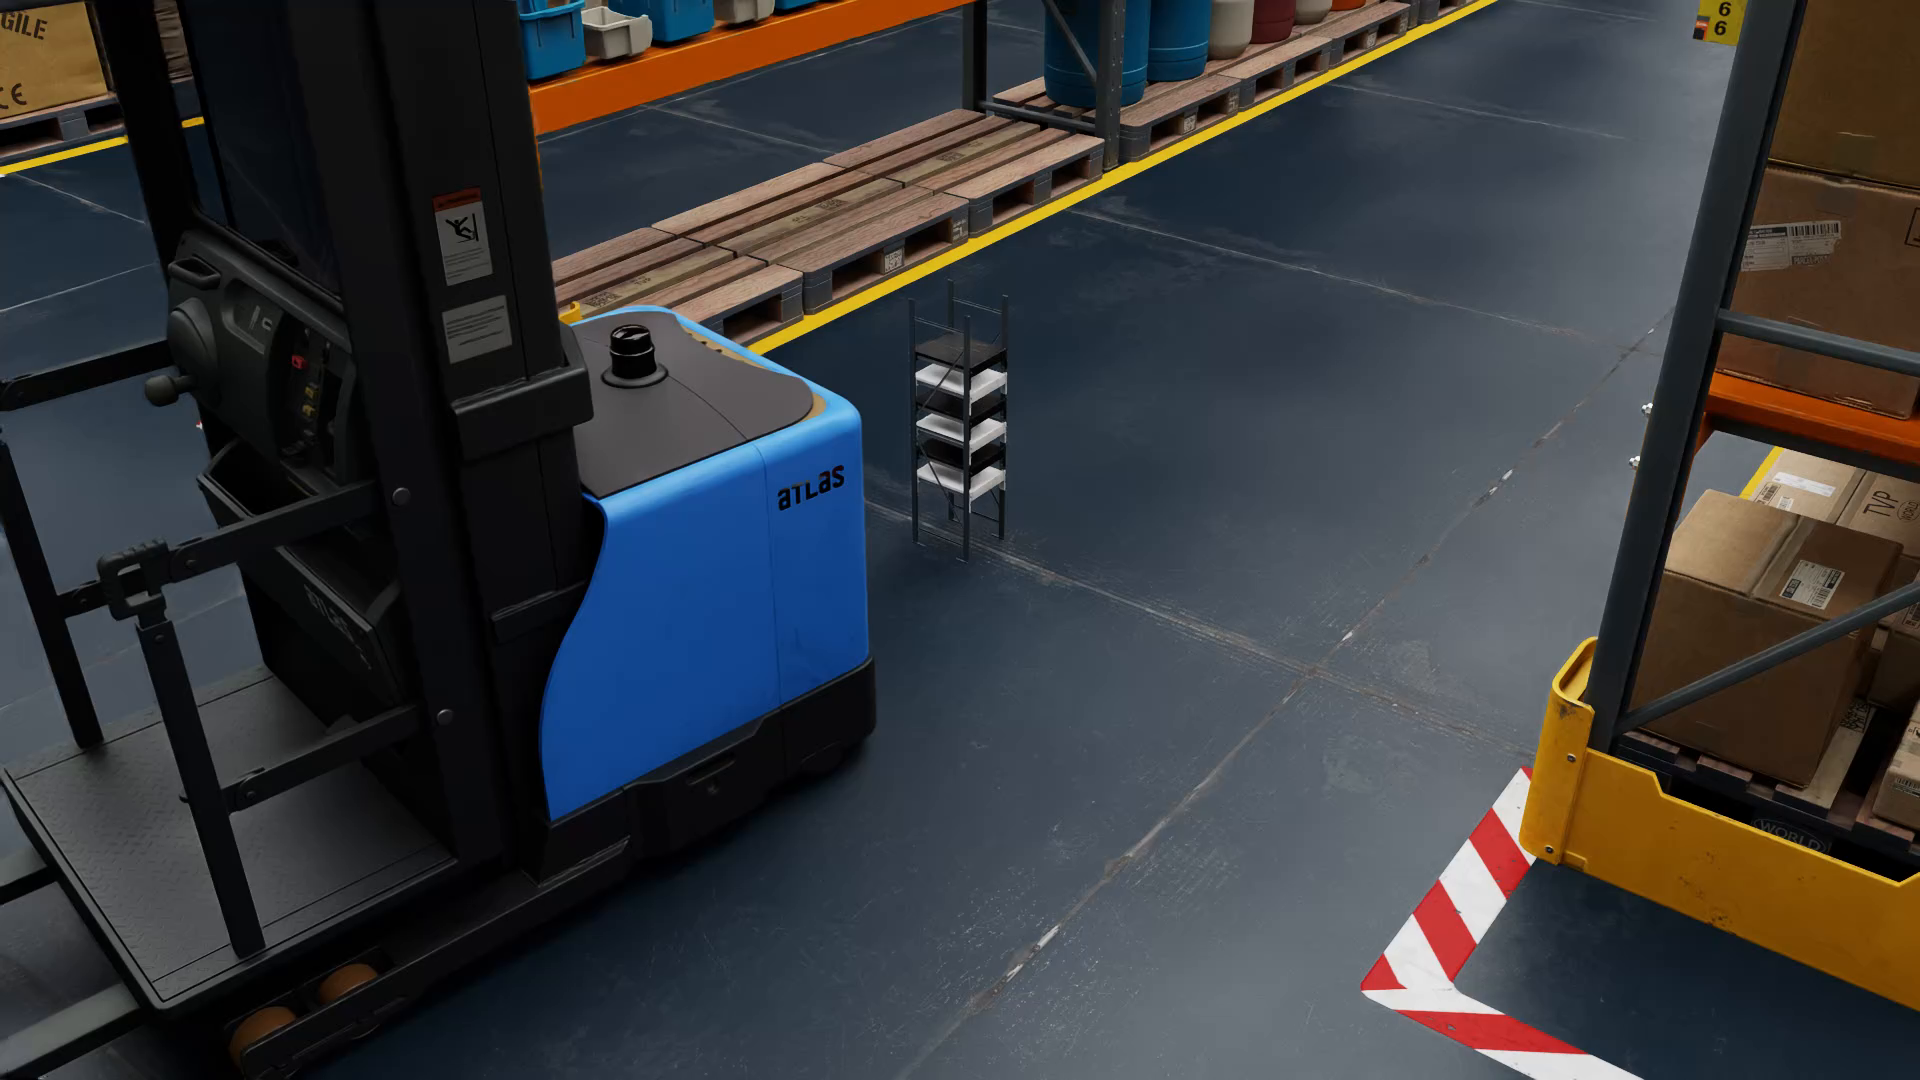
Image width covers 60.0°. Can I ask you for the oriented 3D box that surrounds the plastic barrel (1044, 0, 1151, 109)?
[{"bbox_3d":[0.787,-2.987,9.495,0.600,0.901,0.708,21,37,31],"label":"plastic barrel"}]

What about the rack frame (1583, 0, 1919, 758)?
[{"bbox_3d":[1.977,-0.342,3.384,1.000,3.000,0.127,21,37,31],"label":"rack frame"}]

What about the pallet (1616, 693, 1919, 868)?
[{"bbox_3d":[2.503,0.503,4.695,1.003,0.211,1.213,21,37,31],"label":"pallet"}]

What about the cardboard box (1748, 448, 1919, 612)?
[{"bbox_3d":[2.706,-0.022,5.110,0.500,0.250,0.500,21,37,31],"label":"cardboard box"}]

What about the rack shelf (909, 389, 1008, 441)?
[{"bbox_3d":[-0.005,-0.433,5.486,0.258,0.077,0.200,21,37,31],"label":"rack shelf"}]

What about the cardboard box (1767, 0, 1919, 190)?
[{"bbox_3d":[2.026,-1.080,3.552,0.500,0.500,0.500,21,36,31],"label":"cardboard box"}]

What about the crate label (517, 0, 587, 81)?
[{"bbox_3d":[-1.558,-1.821,5.985,0.416,0.233,0.303,21,37,31],"label":"crate label"}]

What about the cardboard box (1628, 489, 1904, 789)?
[{"bbox_3d":[2.109,0.248,4.410,0.500,0.500,0.500,21,37,31],"label":"cardboard box"}]

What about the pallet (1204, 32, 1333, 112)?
[{"bbox_3d":[1.680,-3.093,10.762,1.003,0.211,1.213,21,37,31],"label":"pallet"}]

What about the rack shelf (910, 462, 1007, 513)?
[{"bbox_3d":[-0.005,-0.200,5.624,0.258,0.077,0.200,21,37,31],"label":"rack shelf"}]

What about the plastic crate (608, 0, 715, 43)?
[{"bbox_3d":[-1.161,-2.088,6.437,0.416,0.233,0.300,21,37,31],"label":"plastic crate"}]

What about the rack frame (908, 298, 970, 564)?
[{"bbox_3d":[-0.066,-0.343,5.445,0.240,0.900,0.006,21,37,31],"label":"rack frame"}]

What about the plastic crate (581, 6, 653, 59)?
[{"bbox_3d":[-1.299,-1.884,6.187,0.250,0.136,0.298,21,37,31],"label":"plastic crate"}]

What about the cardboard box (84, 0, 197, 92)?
[{"bbox_3d":[-5.047,-3.313,10.071,0.875,0.875,0.875,21,37,31],"label":"cardboard box"}]

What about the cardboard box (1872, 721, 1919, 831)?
[{"bbox_3d":[2.504,0.631,4.108,0.380,0.149,0.250,21,37,31],"label":"cardboard box"}]

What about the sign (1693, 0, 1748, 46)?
[{"bbox_3d":[1.546,-1.155,3.311,0.100,0.325,0.005,21,37,31],"label":"sign"}]

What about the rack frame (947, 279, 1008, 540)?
[{"bbox_3d":[0.056,-0.425,5.585,0.240,0.900,0.006,21,37,31],"label":"rack frame"}]

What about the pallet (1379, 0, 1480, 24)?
[{"bbox_3d":[3.358,-4.223,12.668,1.003,0.211,1.213,21,37,31],"label":"pallet"}]

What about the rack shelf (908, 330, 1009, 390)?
[{"bbox_3d":[-0.005,-0.587,5.394,0.258,0.077,0.200,21,37,31],"label":"rack shelf"}]

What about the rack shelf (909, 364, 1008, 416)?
[{"bbox_3d":[-0.005,-0.510,5.440,0.258,0.077,0.200,21,37,31],"label":"rack shelf"}]

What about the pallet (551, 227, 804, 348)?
[{"bbox_3d":[-1.441,-0.991,7.216,1.003,0.211,1.213,21,37,31],"label":"pallet"}]

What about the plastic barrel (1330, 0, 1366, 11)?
[{"bbox_3d":[2.577,-4.162,11.548,0.600,0.830,0.708,21,37,31],"label":"plastic barrel"}]

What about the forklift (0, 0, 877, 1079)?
[{"bbox_3d":[-1.662,-0.351,3.467,3.031,2.935,1.130,-25,39,-36],"label":"forklift"}]

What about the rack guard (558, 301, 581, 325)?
[{"bbox_3d":[-1.974,-0.779,6.573,1.175,0.500,0.348,21,37,31],"label":"rack guard"}]

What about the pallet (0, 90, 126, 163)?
[{"bbox_3d":[-5.498,-2.541,9.831,1.003,0.211,1.213,21,37,31],"label":"pallet"}]

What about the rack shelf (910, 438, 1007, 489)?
[{"bbox_3d":[-0.005,-0.278,5.578,0.258,0.077,0.200,21,37,31],"label":"rack shelf"}]

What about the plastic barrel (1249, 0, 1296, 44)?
[{"bbox_3d":[1.896,-3.600,10.835,0.600,0.588,0.708,21,37,31],"label":"plastic barrel"}]

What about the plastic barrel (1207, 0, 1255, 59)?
[{"bbox_3d":[1.626,-3.310,10.421,0.421,0.512,0.421,0,31,0],"label":"plastic barrel"}]

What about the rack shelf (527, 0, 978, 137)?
[{"bbox_3d":[-0.763,-2.371,7.514,1.077,0.370,4.000,21,37,31],"label":"rack shelf"}]

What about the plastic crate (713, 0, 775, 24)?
[{"bbox_3d":[-0.889,-2.160,6.652,0.250,0.136,0.298,21,37,31],"label":"plastic crate"}]

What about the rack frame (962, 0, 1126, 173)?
[{"bbox_3d":[0.445,-3.494,8.703,1.000,3.000,0.127,21,37,31],"label":"rack frame"}]

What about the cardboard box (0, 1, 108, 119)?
[{"bbox_3d":[-5.596,-2.943,9.446,0.875,0.875,0.875,21,37,31],"label":"cardboard box"}]

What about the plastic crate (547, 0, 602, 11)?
[{"bbox_3d":[-1.622,-2.167,6.665,0.396,0.136,0.243,21,37,31],"label":"plastic crate"}]

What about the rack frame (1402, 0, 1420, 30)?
[{"bbox_3d":[2.859,-5.119,11.446,1.000,3.000,0.127,21,37,31],"label":"rack frame"}]

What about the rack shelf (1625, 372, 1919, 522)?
[{"bbox_3d":[3.184,-0.845,4.940,1.077,0.370,4.000,21,37,31],"label":"rack shelf"}]

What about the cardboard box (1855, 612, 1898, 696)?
[{"bbox_3d":[2.425,0.254,4.727,0.380,0.166,0.250,21,37,31],"label":"cardboard box"}]

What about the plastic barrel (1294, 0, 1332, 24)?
[{"bbox_3d":[2.308,-3.769,11.195,0.421,0.512,0.421,0,31,0],"label":"plastic barrel"}]

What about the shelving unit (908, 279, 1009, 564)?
[{"bbox_3d":[-0.005,-0.384,5.515,0.258,0.900,0.210,21,37,31],"label":"shelving unit"}]

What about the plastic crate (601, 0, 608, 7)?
[{"bbox_3d":[-1.436,-2.281,6.856,0.396,0.136,0.243,21,37,31],"label":"plastic crate"}]

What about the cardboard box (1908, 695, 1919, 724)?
[{"bbox_3d":[2.655,0.522,4.275,0.380,0.166,0.250,21,37,31],"label":"cardboard box"}]

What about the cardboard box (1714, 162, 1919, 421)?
[{"bbox_3d":[2.030,-0.651,3.808,0.500,0.500,0.500,22,37,33],"label":"cardboard box"}]

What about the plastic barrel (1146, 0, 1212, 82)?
[{"bbox_3d":[1.214,-3.275,9.981,0.600,0.901,0.708,21,37,31],"label":"plastic barrel"}]

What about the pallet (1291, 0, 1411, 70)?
[{"bbox_3d":[2.416,-3.587,11.595,1.003,0.211,1.213,21,37,31],"label":"pallet"}]

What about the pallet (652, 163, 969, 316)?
[{"bbox_3d":[-0.704,-1.485,8.049,1.003,0.211,1.213,21,37,31],"label":"pallet"}]

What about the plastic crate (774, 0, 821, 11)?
[{"bbox_3d":[-0.764,-2.356,6.888,0.416,0.233,0.300,21,37,31],"label":"plastic crate"}]

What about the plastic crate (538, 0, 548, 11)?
[{"bbox_3d":[-1.917,-2.102,6.262,0.616,0.435,0.499,21,37,31],"label":"plastic crate"}]

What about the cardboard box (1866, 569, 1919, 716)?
[{"bbox_3d":[2.833,0.315,4.542,0.500,0.250,0.500,21,37,31],"label":"cardboard box"}]

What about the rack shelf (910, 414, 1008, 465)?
[{"bbox_3d":[-0.005,-0.355,5.532,0.258,0.077,0.200,21,37,31],"label":"rack shelf"}]

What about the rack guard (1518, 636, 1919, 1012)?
[{"bbox_3d":[2.023,0.703,4.074,1.175,0.500,0.348,21,37,31],"label":"rack guard"}]

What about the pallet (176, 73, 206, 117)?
[{"bbox_3d":[-4.762,-3.035,10.664,1.003,0.211,1.213,21,37,31],"label":"pallet"}]

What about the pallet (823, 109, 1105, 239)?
[{"bbox_3d":[0.032,-1.983,8.889,1.003,0.211,1.213,21,37,31],"label":"pallet"}]

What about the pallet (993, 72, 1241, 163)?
[{"bbox_3d":[0.944,-2.595,9.921,1.003,0.211,1.213,21,37,31],"label":"pallet"}]
